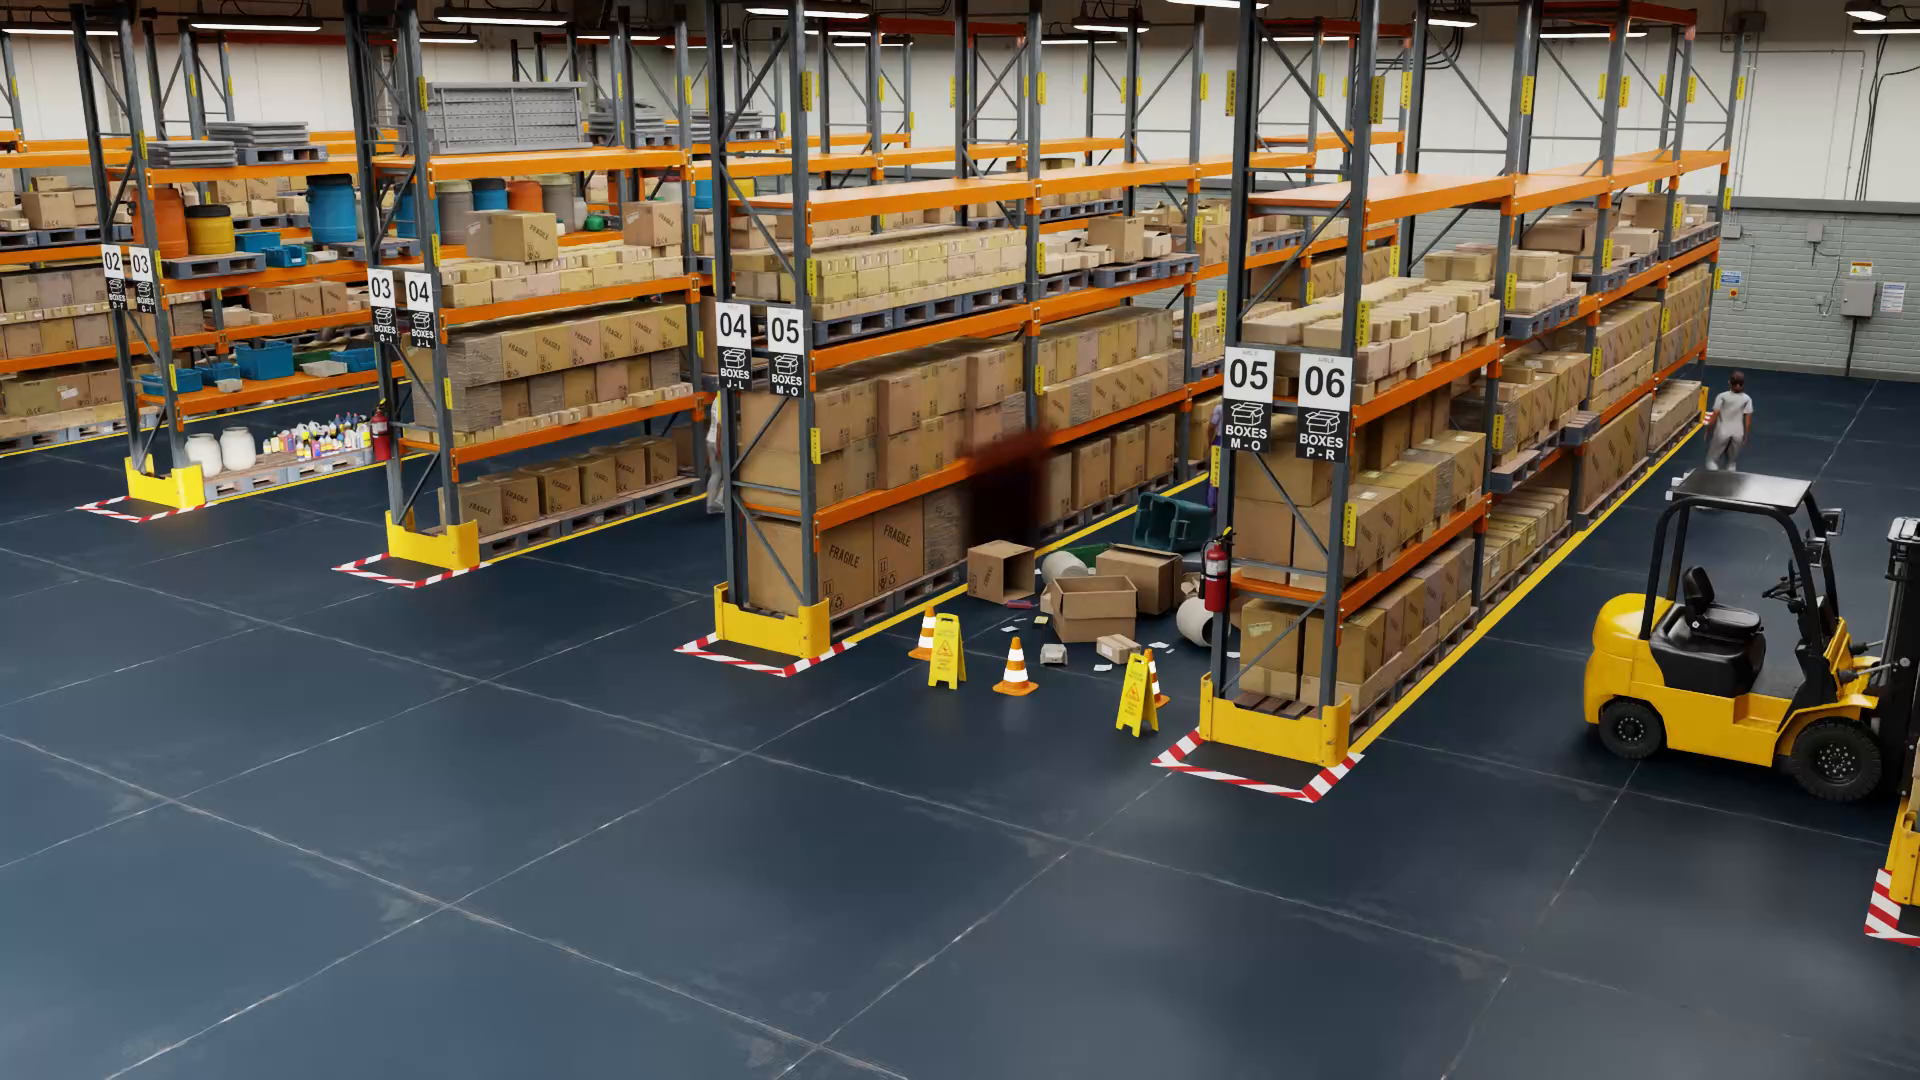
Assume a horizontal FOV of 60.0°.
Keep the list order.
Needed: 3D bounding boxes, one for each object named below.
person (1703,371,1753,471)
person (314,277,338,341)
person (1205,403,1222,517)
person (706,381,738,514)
[{"bbox_3d":[9.585,-1.260,20.708,0.508,1.646,0.578,2,16,9],"label":"person"},{"bbox_3d":[-11.752,-4.100,30.936,0.623,1.631,0.647,8,18,27],"label":"person"},{"bbox_3d":[3.222,-1.046,19.994,0.541,1.638,0.579,5,16,17],"label":"person"},{"bbox_3d":[-2.884,-1.141,20.213,0.503,1.641,0.491,-12,20,-37],"label":"person"}]
